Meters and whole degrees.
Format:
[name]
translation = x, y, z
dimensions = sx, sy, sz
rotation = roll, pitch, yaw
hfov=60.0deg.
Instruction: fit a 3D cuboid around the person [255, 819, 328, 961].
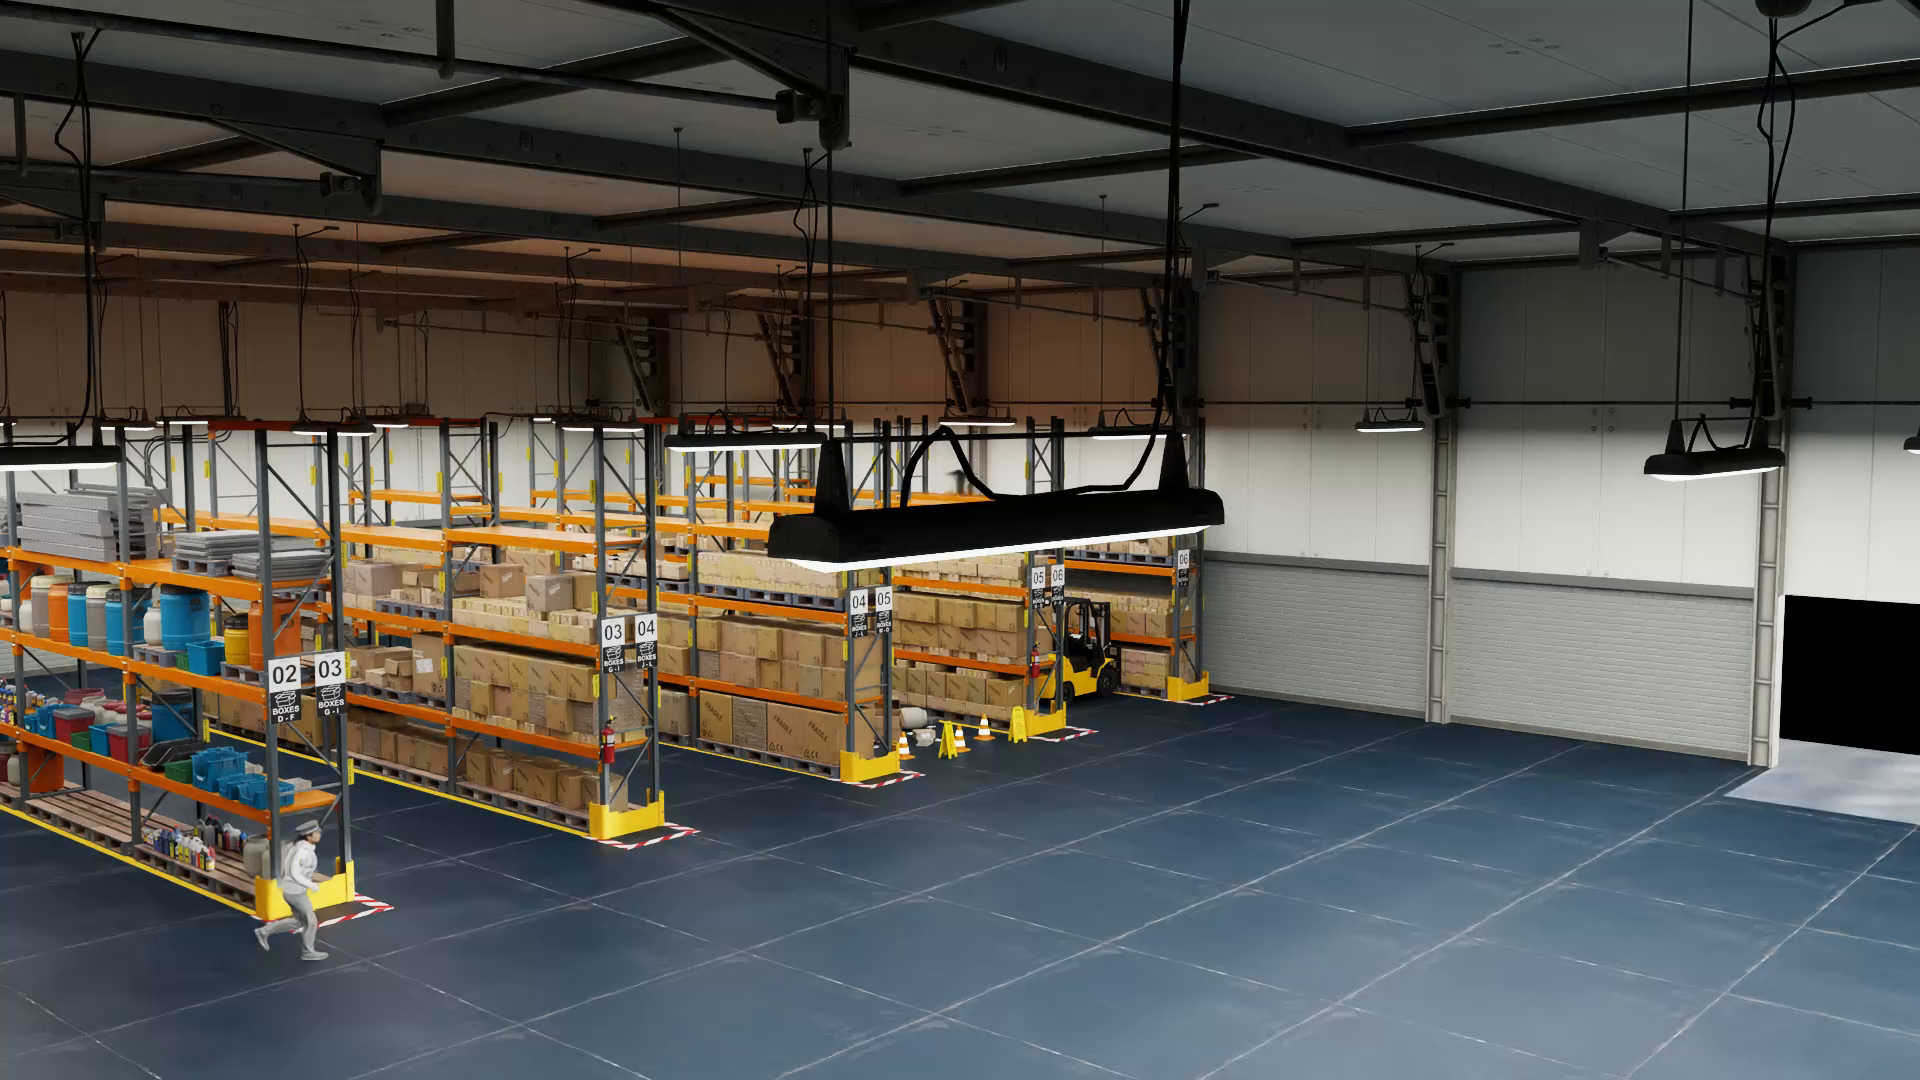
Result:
[person]
translation = -7.539, 3.973, 18.679
dimensions = 0.762, 1.645, 0.609
rotation = -1, 5, -15
